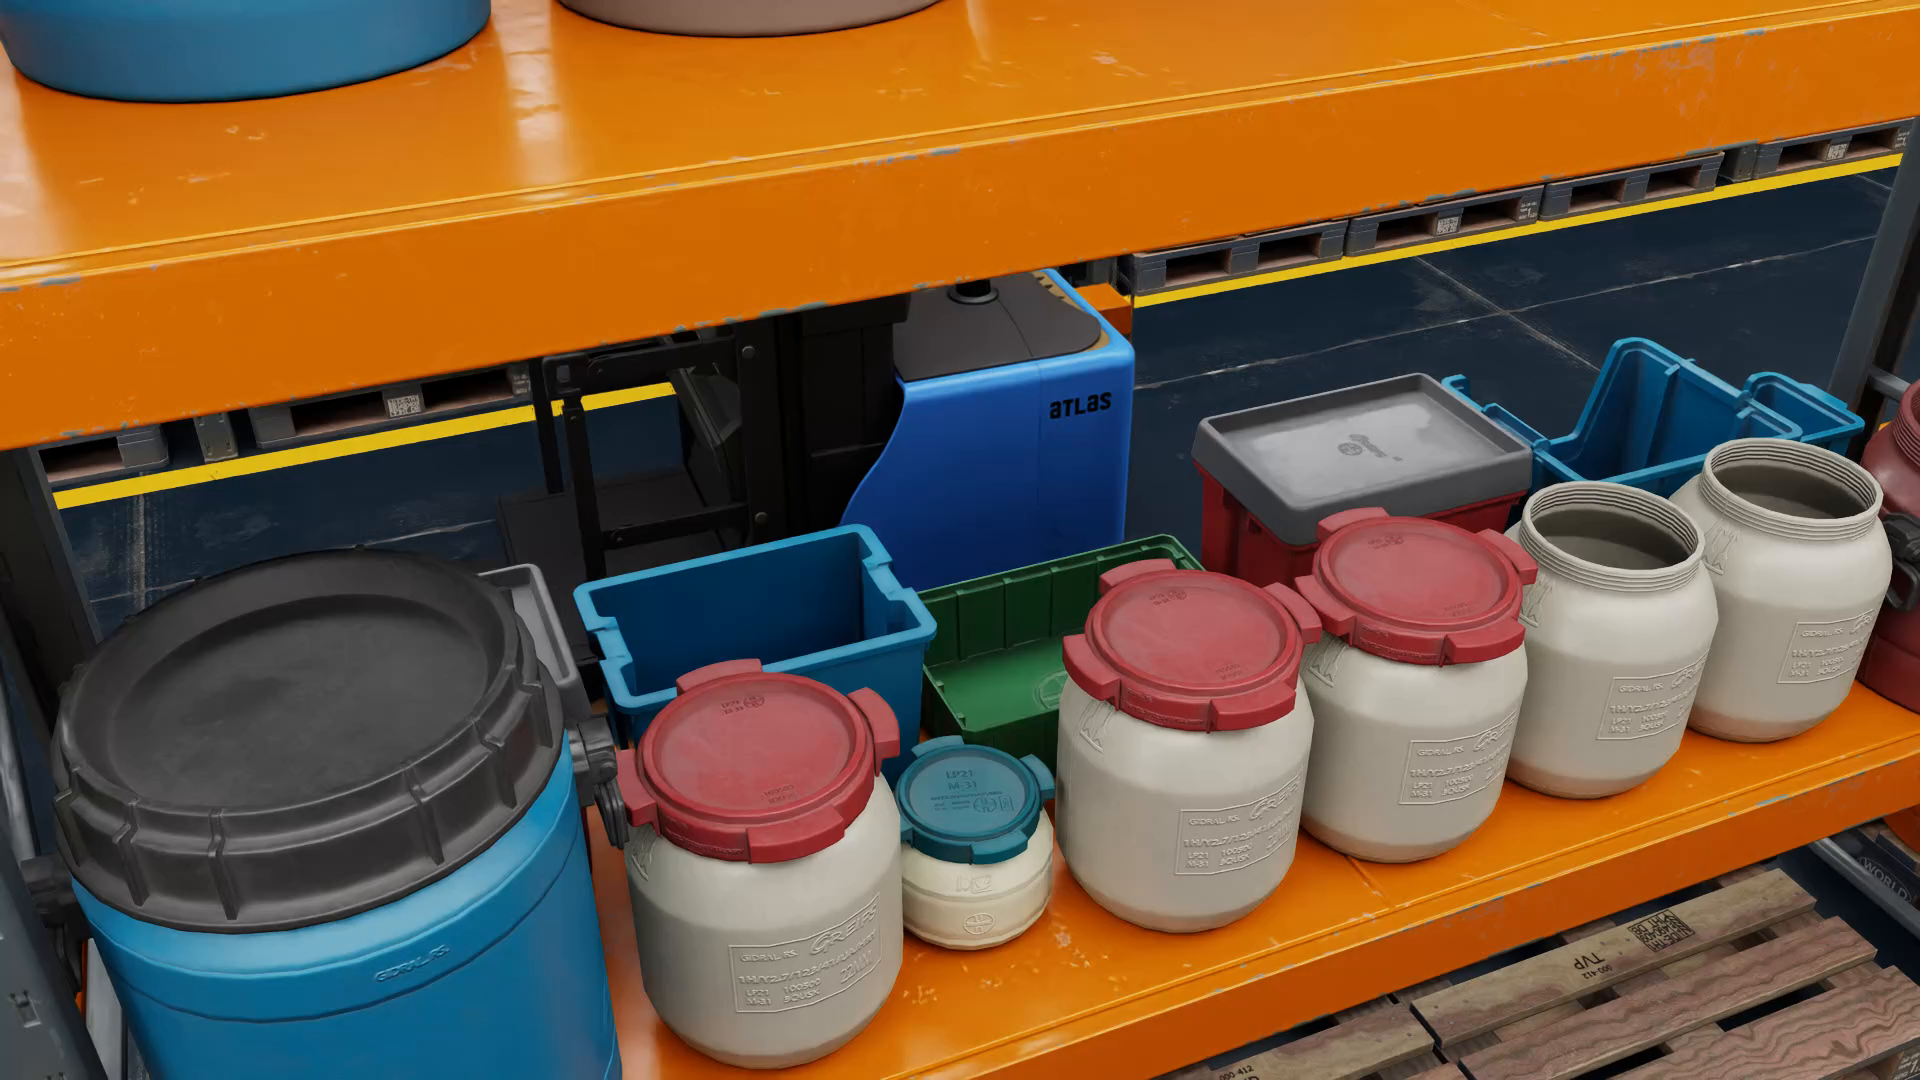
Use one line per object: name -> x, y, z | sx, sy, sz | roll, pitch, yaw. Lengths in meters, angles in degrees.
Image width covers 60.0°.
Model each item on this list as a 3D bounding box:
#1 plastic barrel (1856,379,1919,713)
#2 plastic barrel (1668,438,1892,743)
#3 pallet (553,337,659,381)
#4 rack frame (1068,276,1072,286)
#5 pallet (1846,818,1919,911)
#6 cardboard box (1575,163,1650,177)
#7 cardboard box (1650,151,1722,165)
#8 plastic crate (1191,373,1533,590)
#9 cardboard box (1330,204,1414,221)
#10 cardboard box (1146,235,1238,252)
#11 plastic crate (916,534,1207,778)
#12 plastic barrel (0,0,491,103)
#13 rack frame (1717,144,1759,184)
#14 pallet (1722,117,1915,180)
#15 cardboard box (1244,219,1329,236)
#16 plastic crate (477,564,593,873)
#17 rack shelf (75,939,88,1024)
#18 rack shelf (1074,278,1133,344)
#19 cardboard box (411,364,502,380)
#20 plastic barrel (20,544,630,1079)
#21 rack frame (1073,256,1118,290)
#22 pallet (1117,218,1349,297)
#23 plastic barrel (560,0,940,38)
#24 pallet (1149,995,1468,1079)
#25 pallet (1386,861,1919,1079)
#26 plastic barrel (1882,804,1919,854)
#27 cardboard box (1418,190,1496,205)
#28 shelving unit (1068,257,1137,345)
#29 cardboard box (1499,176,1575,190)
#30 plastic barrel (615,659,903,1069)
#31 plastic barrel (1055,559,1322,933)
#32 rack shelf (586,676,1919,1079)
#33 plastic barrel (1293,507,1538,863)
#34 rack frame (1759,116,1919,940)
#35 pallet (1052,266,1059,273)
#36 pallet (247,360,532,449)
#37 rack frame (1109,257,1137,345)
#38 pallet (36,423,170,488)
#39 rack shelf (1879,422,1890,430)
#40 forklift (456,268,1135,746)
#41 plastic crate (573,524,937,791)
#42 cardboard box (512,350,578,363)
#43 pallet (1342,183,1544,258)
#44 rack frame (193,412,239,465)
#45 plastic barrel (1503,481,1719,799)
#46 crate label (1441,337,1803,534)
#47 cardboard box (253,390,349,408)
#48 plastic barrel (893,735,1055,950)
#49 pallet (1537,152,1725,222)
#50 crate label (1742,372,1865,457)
plastic barrel -> 2.110, 0.015, 3.352 | 0.708, 0.536, 0.600 | -13, 35, -19
plastic barrel -> 1.555, 0.099, 3.245 | 0.421, 0.512, 0.421 | 0, 33, 0
pallet -> -1.391, -1.092, 7.734 | 1.213, 0.211, 1.003 | -13, 35, -19
rack frame -> 0.347, -0.511, 6.073 | 0.008, 1.050, 0.200 | -12, 35, -17
pallet -> 3.131, 0.803, 4.823 | 1.213, 0.211, 1.003 | -13, 35, -19
cardboard box -> 3.391, -2.303, 8.928 | 0.500, 0.500, 0.500 | -13, 35, -19
cardboard box -> 3.850, -2.403, 9.082 | 0.500, 0.500, 0.500 | -13, 35, -19
plastic crate -> 0.812, -0.018, 3.469 | 0.583, 0.464, 0.402 | -13, 35, -19
cardboard box -> 1.982, -1.976, 8.425 | 0.500, 0.500, 0.500 | -13, 35, -20
cardboard box -> 1.037, -1.759, 8.092 | 0.500, 0.500, 0.500 | -11, 35, -17
plastic crate -> 0.229, 0.245, 3.317 | 0.662, 0.188, 0.450 | -13, 35, -19
plastic barrel -> -0.883, -1.018, 1.854 | 0.708, 0.901, 0.600 | -13, 35, -19
rack frame -> 4.194, -3.515, 8.902 | 0.127, 3.000, 1.000 | -13, 35, -19
pallet -> 4.828, -2.490, 9.884 | 1.213, 0.211, 1.003 | -13, 35, -19
cardboard box -> 1.517, -1.873, 8.266 | 0.500, 0.500, 0.500 | -14, 36, -21
plastic crate -> -0.940, 0.383, 2.852 | 0.583, 0.464, 0.402 | -13, 35, -19
rack shelf -> -3.112, 1.390, 2.024 | 4.000, 0.370, 1.077 | -13, 35, -19
rack shelf -> 0.461, -0.764, 5.960 | 0.240, 0.259, 0.215 | -12, 35, -17
cardboard box -> -2.242, -0.917, 7.045 | 0.500, 0.250, 0.500 | -12, 35, -18
plastic barrel -> -0.794, 0.526, 2.231 | 0.708, 0.901, 0.600 | -13, 35, -19
rack frame -> 0.506, -2.670, 7.604 | 0.127, 3.000, 1.000 | -13, 35, -19
pallet -> 1.209, -1.640, 8.577 | 1.213, 0.211, 1.003 | -13, 35, -19
plastic barrel -> -0.280, -1.156, 2.066 | 0.600, 0.901, 0.600 | 0, 33, 0
pallet -> 0.568, 1.390, 3.921 | 1.213, 0.211, 1.003 | -13, 35, -19
pallet -> 1.691, 1.134, 4.313 | 1.213, 0.211, 1.003 | -13, 35, -19
plastic barrel -> 2.865, 0.443, 4.423 | 0.708, 0.830, 0.600 | -13, 35, -19
cardboard box -> 2.461, -2.089, 8.599 | 0.500, 0.500, 0.500 | -14, 36, -21
shelving unit -> 0.461, -0.535, 6.109 | 0.252, 1.050, 0.215 | -12, 35, -17
cardboard box -> 2.929, -2.197, 8.765 | 0.500, 0.500, 0.500 | -12, 35, -18
plastic barrel -> -0.301, 0.517, 2.580 | 0.433, 0.535, 0.433 | 0, 33, 0
plastic barrel -> 0.376, 0.362, 2.818 | 0.433, 0.535, 0.433 | 0, 33, 0
rack shelf -> 0.576, 0.545, 3.321 | 4.000, 0.370, 1.077 | -13, 35, -19
plastic barrel -> 0.775, 0.271, 2.959 | 0.433, 0.535, 0.433 | 0, 33, 0
rack frame -> 2.420, -0.179, 3.774 | 0.127, 3.000, 1.000 | -13, 35, -19
pallet -> -0.268, -1.347, 8.127 | 1.213, 0.211, 1.003 | -13, 35, -19
pallet -> -2.518, -0.832, 7.335 | 1.213, 0.211, 1.003 | -13, 35, -19
rack frame -> 0.576, -0.558, 6.145 | 0.008, 1.050, 0.200 | -12, 35, -17
pallet -> -3.931, -0.510, 6.840 | 1.213, 0.211, 1.003 | -13, 35, -19
rack shelf -> 4.264, -0.299, 4.619 | 4.000, 0.370, 1.077 | -13, 35, -19
forklift -> -1.002, -0.896, 4.940 | 3.031, 2.935, 1.130 | -12, 35, -17
plastic crate -> -0.371, 0.283, 3.079 | 0.575, 0.384, 0.392 | -13, 35, -19
cardboard box -> -1.766, -1.028, 7.215 | 0.500, 0.250, 0.500 | -14, 36, -20
pallet -> 2.332, -1.896, 8.970 | 1.213, 0.211, 1.003 | -13, 35, -19
rack frame -> -3.182, -1.826, 6.306 | 0.127, 3.000, 1.000 | -13, 35, -19
plastic barrel -> 1.166, 0.188, 3.108 | 0.421, 0.512, 0.421 | 0, 33, 0
crate label -> 1.400, -0.120, 3.651 | 0.616, 0.435, 0.502 | -13, 35, -19
cardboard box -> -2.714, -0.810, 6.880 | 0.500, 0.250, 0.500 | -14, 35, -20
plastic barrel -> 0.012, 0.522, 2.825 | 0.301, 0.262, 0.301 | 0, 33, 0
pallet -> 3.459, -2.155, 9.369 | 1.213, 0.211, 1.003 | -13, 35, -19
crate label -> 1.887, -0.208, 3.973 | 0.416, 0.233, 0.303 | -13, 35, -19
